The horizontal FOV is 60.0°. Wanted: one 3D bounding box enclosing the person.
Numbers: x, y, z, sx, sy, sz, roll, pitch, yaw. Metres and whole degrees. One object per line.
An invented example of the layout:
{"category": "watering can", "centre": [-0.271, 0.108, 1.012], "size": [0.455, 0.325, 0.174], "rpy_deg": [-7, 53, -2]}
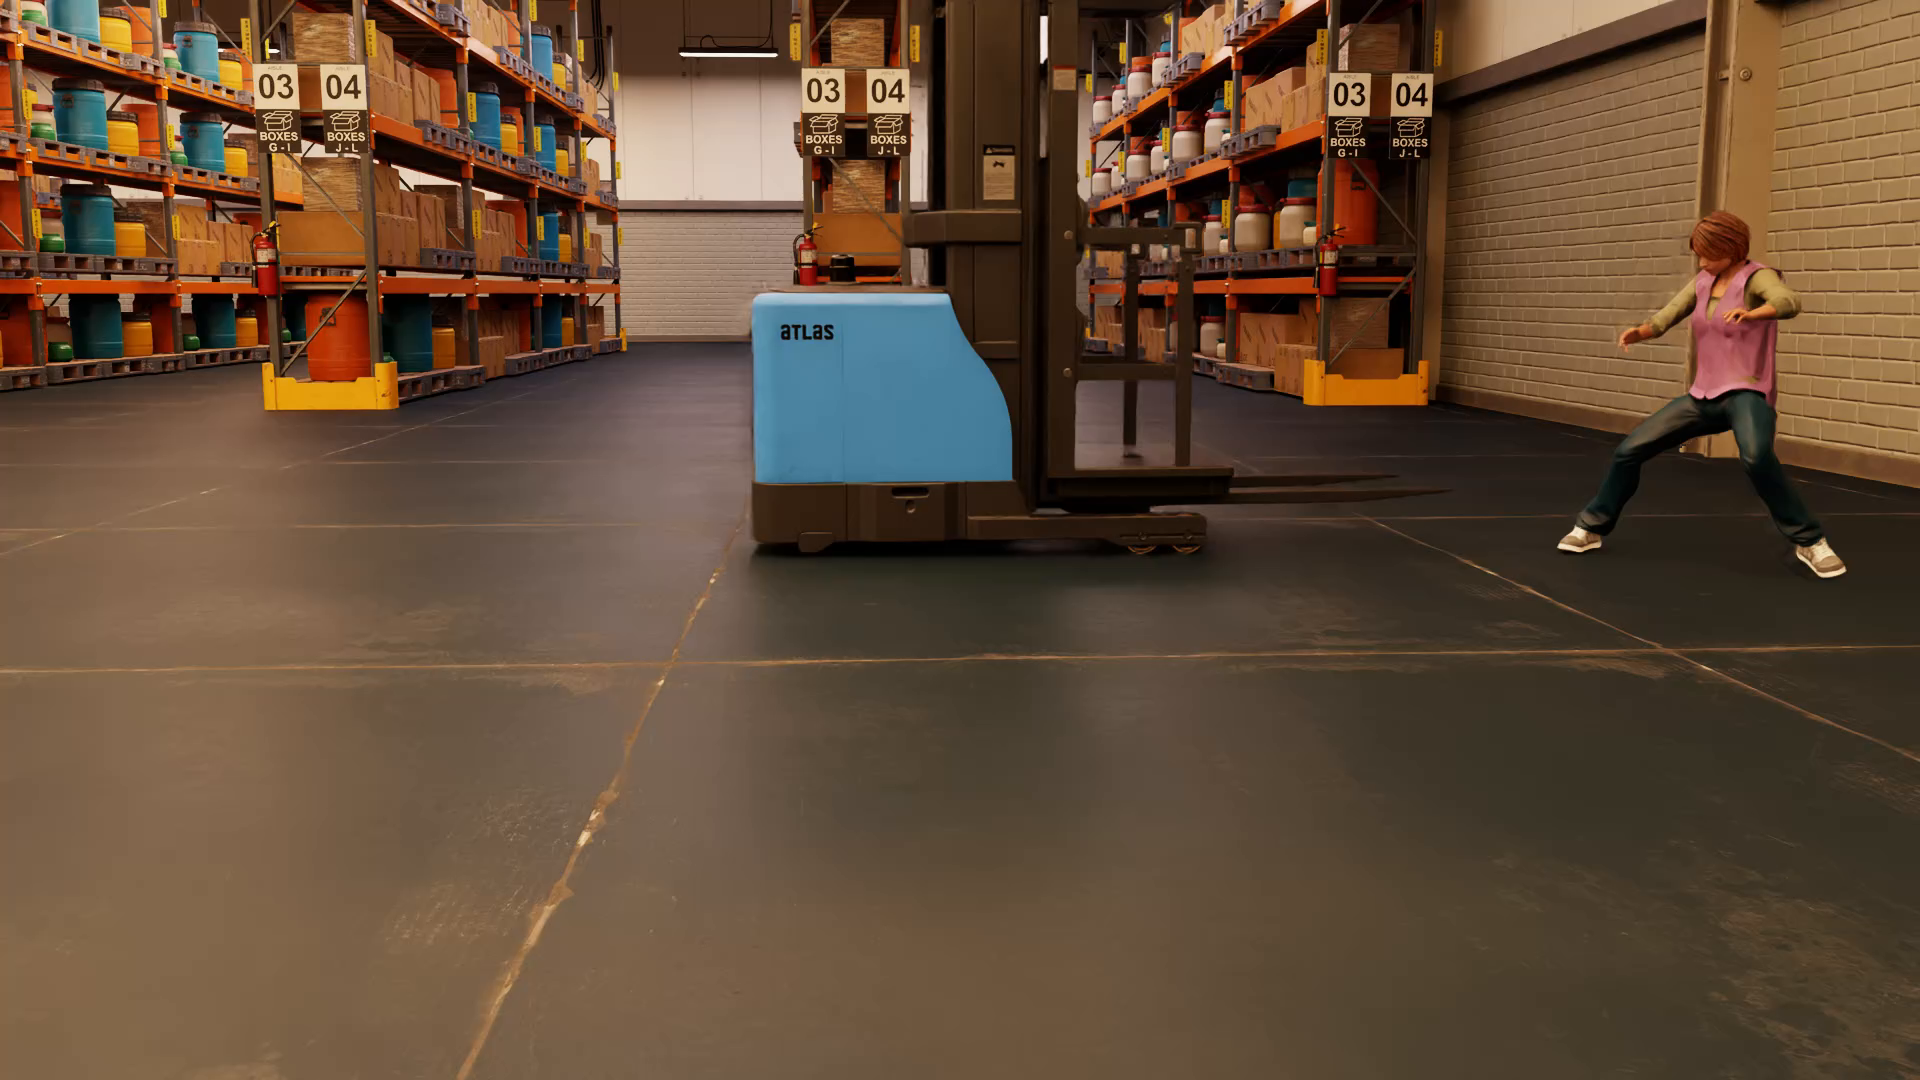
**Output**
{"category": "person", "centre": [2.920, -0.582, 6.499], "size": [0.599, 1.390, 1.106], "rpy_deg": [-3, 9, -19]}

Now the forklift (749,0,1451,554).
{"category": "forklift", "centre": [0.603, -1.468, 7.218], "size": [3.031, 2.935, 1.130], "rpy_deg": [-1, 9, -7]}
